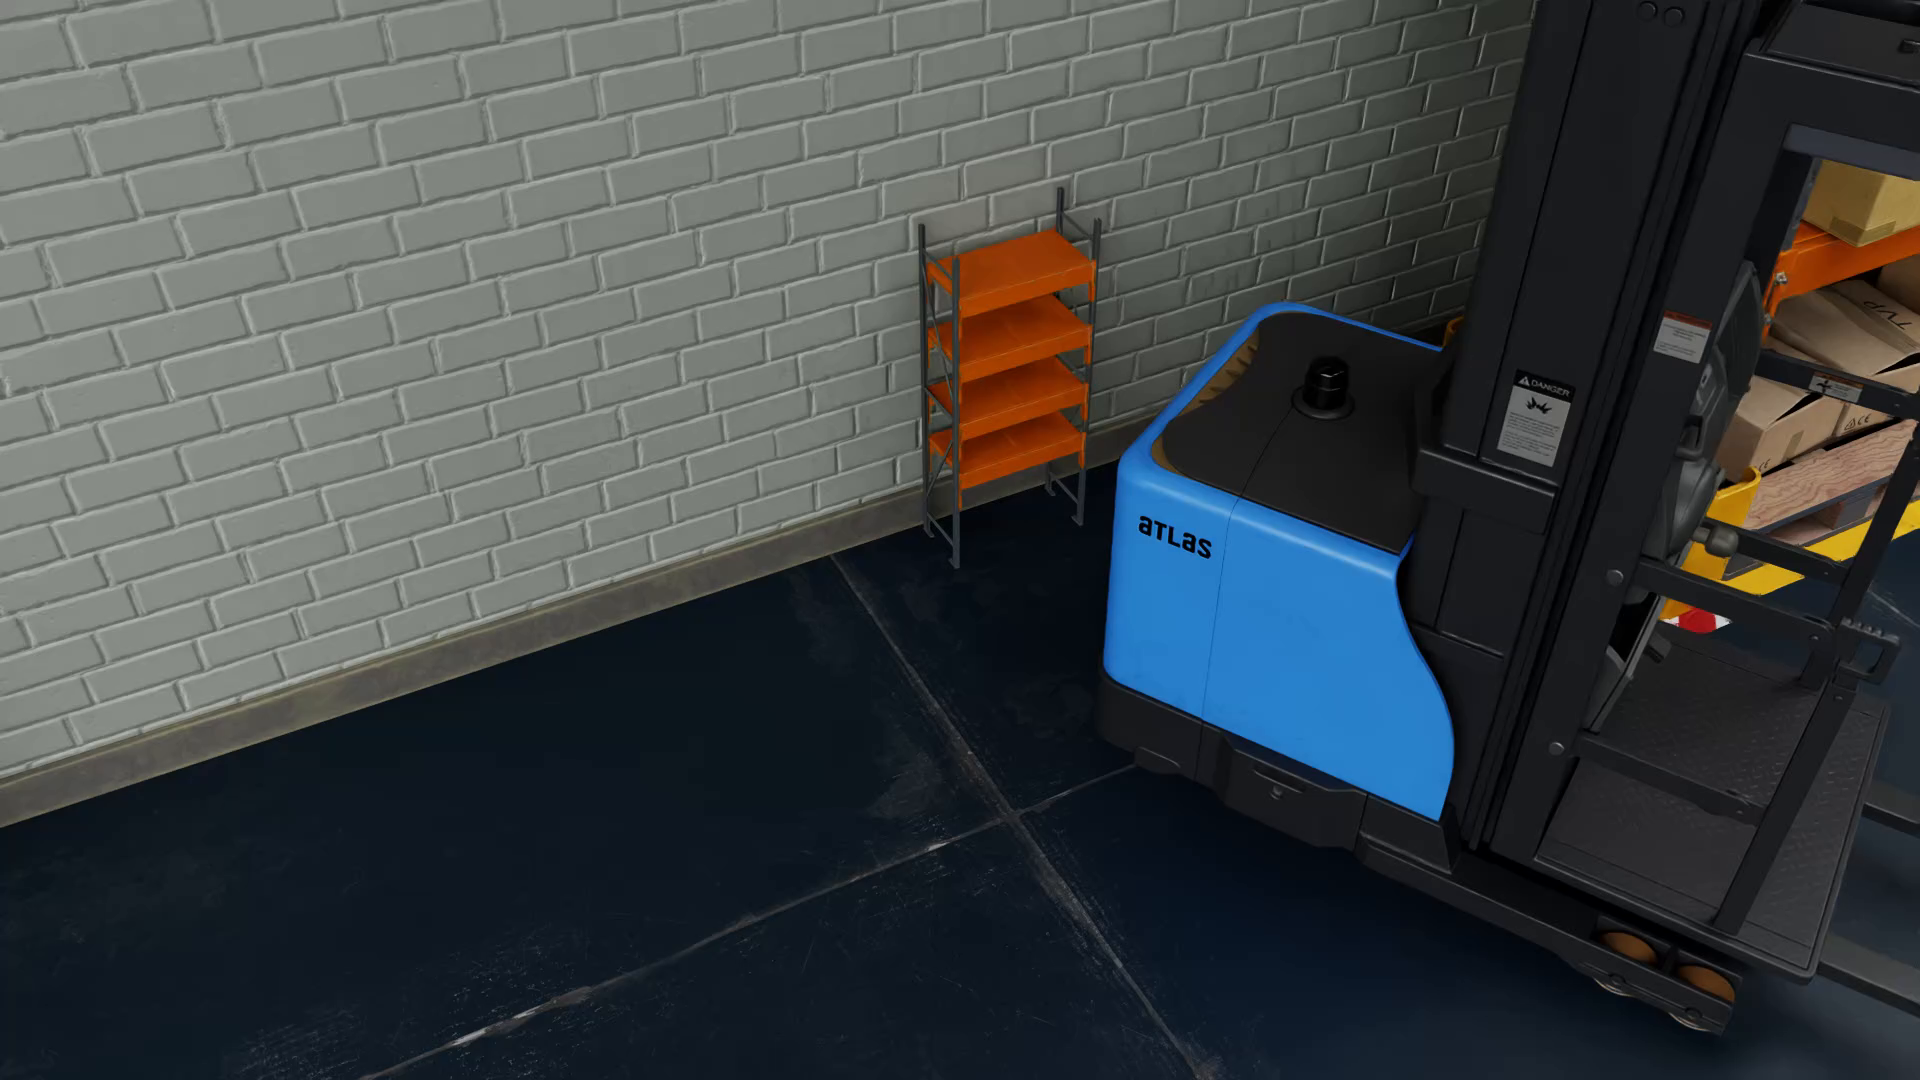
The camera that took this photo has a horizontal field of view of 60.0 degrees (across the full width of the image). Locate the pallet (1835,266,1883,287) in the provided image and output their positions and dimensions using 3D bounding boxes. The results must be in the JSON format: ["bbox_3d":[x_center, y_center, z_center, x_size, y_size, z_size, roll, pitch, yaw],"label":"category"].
[{"bbox_3d":[3.933,-0.761,6.486,1.213,0.211,1.003,-19,44,-21],"label":"pallet"}]

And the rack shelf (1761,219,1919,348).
[{"bbox_3d":[3.822,-1.542,5.806,4.000,0.370,1.077,-19,44,-21],"label":"rack shelf"}]

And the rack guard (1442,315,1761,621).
[{"bbox_3d":[2.116,-0.288,5.703,0.348,0.500,1.175,-19,44,-21],"label":"rack guard"}]

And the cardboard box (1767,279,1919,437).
[{"bbox_3d":[3.209,-0.686,5.979,0.500,0.311,0.500,-15,43,-17],"label":"cardboard box"}]

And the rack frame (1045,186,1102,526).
[{"bbox_3d":[0.367,-0.577,5.503,0.015,1.200,0.240,-19,44,-21],"label":"rack frame"}]

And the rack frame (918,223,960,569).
[{"bbox_3d":[-0.064,-0.429,5.328,0.015,1.200,0.240,-19,44,-21],"label":"rack frame"}]

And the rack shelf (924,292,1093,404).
[{"bbox_3d":[0.152,-0.623,5.315,0.480,0.148,0.258,-19,44,-21],"label":"rack shelf"}]

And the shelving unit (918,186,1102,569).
[{"bbox_3d":[0.152,-0.503,5.416,0.503,1.200,0.258,-19,44,-21],"label":"shelving unit"}]

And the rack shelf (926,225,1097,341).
[{"bbox_3d":[0.152,-0.803,5.162,0.480,0.148,0.258,-19,44,-21],"label":"rack shelf"}]

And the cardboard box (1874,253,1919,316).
[{"bbox_3d":[3.883,-0.949,6.143,0.500,0.500,0.700,-21,45,-23],"label":"cardboard box"}]

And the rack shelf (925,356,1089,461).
[{"bbox_3d":[0.152,-0.452,5.459,0.480,0.148,0.258,-19,44,-21],"label":"rack shelf"}]

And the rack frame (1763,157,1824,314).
[{"bbox_3d":[2.048,-1.219,4.869,0.127,3.000,1.000,-19,44,-21],"label":"rack frame"}]

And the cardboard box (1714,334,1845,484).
[{"bbox_3d":[2.703,-0.516,5.778,0.500,0.311,0.500,-24,46,-25],"label":"cardboard box"}]

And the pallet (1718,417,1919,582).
[{"bbox_3d":[2.853,-0.400,6.059,1.213,0.211,1.003,-19,44,-21],"label":"pallet"}]

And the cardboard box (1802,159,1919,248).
[{"bbox_3d":[2.628,-1.133,4.868,0.500,0.250,0.500,-20,44,-22],"label":"cardboard box"}]

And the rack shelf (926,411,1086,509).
[{"bbox_3d":[0.152,-0.300,5.588,0.480,0.148,0.258,-19,44,-21],"label":"rack shelf"}]

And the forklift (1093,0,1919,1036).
[{"bbox_3d":[1.919,-0.258,3.787,3.031,2.935,1.130,22,45,24],"label":"forklift"}]
